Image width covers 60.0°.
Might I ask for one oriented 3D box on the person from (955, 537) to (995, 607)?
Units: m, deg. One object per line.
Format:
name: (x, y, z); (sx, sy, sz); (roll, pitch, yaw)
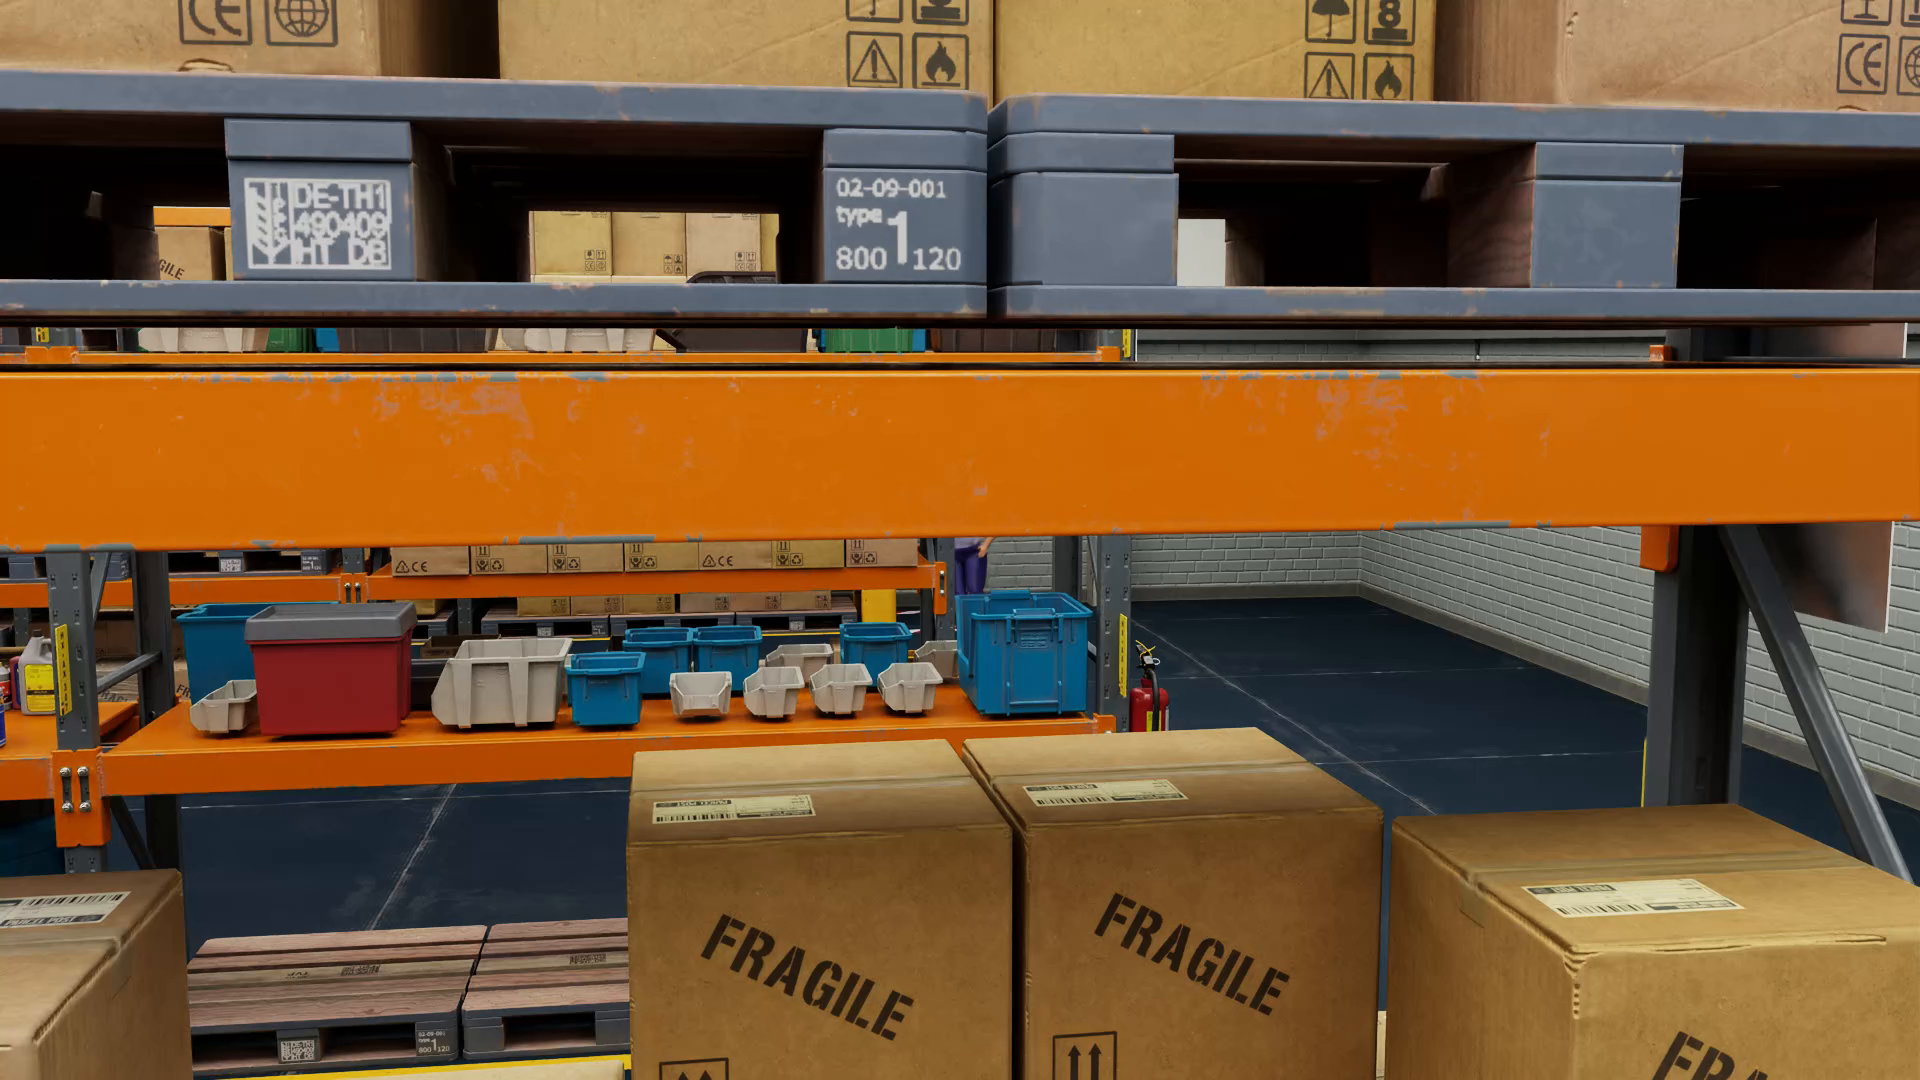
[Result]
person: (0.024, 0.211, 15.838); (0.660, 1.561, 0.478); (2, 7, 19)
